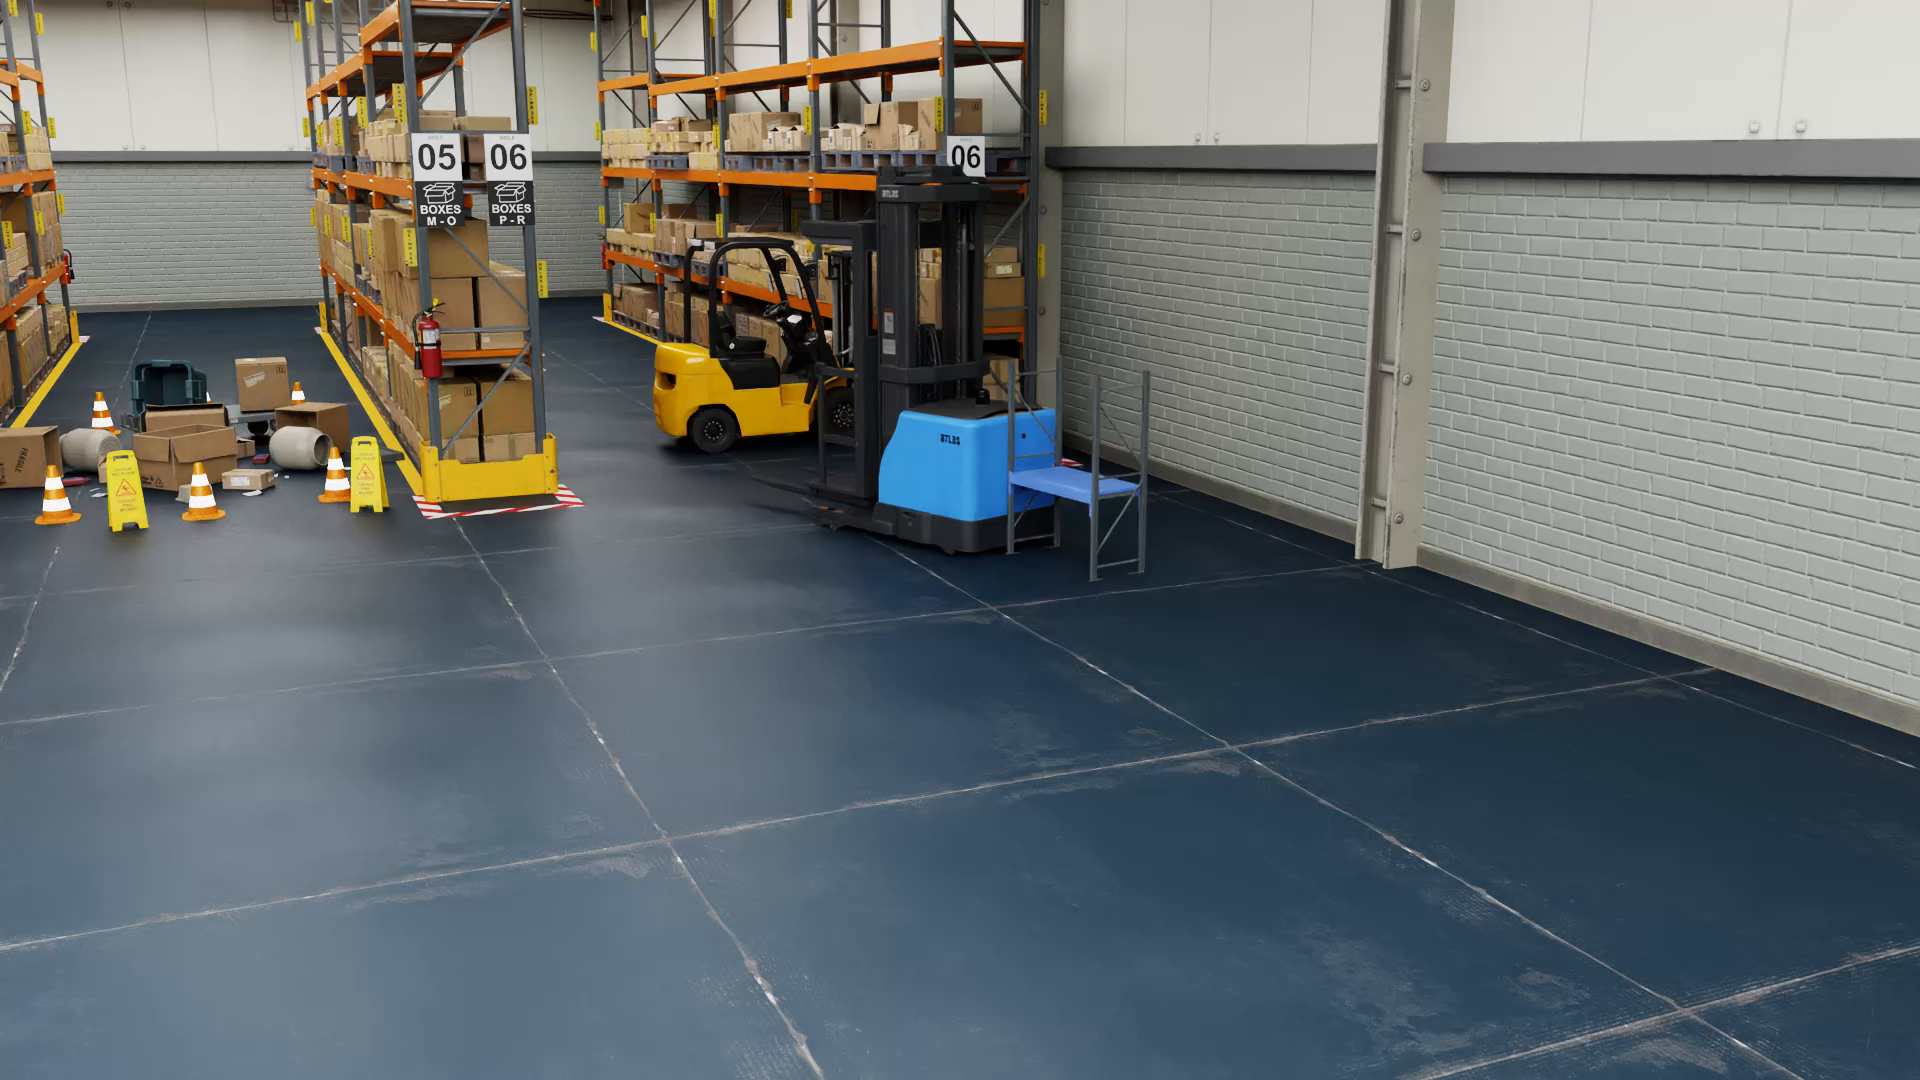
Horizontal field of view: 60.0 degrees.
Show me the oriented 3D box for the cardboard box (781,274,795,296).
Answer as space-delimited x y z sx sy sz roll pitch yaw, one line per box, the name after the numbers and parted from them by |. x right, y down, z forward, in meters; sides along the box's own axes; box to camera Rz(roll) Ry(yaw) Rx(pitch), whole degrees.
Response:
-1.950 -3.250 21.093 0.500 0.250 0.500 -6 14 -23 | cardboard box

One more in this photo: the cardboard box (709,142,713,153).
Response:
-3.434 -5.712 24.192 0.380 0.149 0.250 -5 14 -22 | cardboard box

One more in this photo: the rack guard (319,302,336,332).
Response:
-10.665 -3.957 29.357 1.175 0.500 0.348 -6 14 -23 | rack guard

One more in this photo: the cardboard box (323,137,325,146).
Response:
-9.173 -5.809 24.529 0.396 0.266 0.258 -6 14 -23 | cardboard box

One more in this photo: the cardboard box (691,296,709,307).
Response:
-4.026 -3.733 26.019 0.380 0.149 0.250 -5 14 -21 | cardboard box

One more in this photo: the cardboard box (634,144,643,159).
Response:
-5.147 -6.509 27.861 0.500 0.250 0.500 -6 14 -25 | cardboard box

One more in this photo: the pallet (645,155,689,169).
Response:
-4.309 -6.021 26.496 1.213 0.211 1.003 -6 14 -23 | pallet

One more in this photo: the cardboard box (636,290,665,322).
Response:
-5.228 -4.076 28.940 0.700 0.500 0.500 -6 14 -25 | cardboard box

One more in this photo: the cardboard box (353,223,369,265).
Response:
-7.482 -3.801 21.328 0.500 0.500 0.500 -6 14 -25 | cardboard box

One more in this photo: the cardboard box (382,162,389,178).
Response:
-5.512 -3.668 16.472 0.380 0.149 0.250 -6 14 -24 | cardboard box

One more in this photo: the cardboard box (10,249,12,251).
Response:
-12.481 -3.805 21.465 0.380 0.149 0.250 -5 14 -21 | cardboard box

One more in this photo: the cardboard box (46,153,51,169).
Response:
-14.514 -5.915 25.955 0.500 0.250 0.500 -6 14 -23 | cardboard box

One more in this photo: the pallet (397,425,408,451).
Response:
-5.547 -1.196 18.070 1.003 0.211 1.213 -6 14 -23 | pallet

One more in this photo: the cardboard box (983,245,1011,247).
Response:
0.313 -2.972 17.238 0.380 0.149 0.250 -5 14 -21 | cardboard box

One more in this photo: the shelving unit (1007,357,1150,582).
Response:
0.867 -0.553 12.435 0.538 1.500 1.048 -9 16 -34 | shelving unit

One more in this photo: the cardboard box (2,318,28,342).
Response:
-12.203 -2.670 21.203 0.500 0.250 0.500 -6 14 -24 | cardboard box

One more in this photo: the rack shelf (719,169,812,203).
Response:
-2.103 -4.663 21.810 1.077 0.370 4.000 -6 14 -23 | rack shelf

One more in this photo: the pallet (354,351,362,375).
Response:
-8.182 -2.579 24.047 1.003 0.211 1.213 -6 14 -23 | pallet

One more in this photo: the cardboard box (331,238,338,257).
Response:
-9.135 -4.397 24.940 0.500 0.250 0.500 -6 14 -25 | cardboard box

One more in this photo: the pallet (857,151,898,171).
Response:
-0.451 -4.132 18.115 1.003 0.211 1.213 -6 14 -23 | pallet

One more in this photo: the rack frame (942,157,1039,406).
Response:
0.301 -2.313 16.711 1.000 3.000 0.127 -6 14 -23 | rack frame

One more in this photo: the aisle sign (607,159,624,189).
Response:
-6.405 -6.873 30.647 0.394 0.787 0.004 -6 14 -23 | aisle sign

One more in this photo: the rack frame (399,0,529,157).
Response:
-4.246 -4.787 14.094 1.000 3.000 0.127 -6 14 -23 | rack frame

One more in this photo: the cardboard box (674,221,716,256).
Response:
-3.995 -4.656 25.682 0.700 0.500 0.500 -6 14 -23 | cardboard box

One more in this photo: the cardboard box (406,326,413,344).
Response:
-5.009 -1.947 15.687 0.380 0.149 0.250 -5 14 -22 | cardboard box

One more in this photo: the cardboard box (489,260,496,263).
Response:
-5.018 -2.602 17.079 0.500 0.500 0.500 -5 14 -21 | cardboard box

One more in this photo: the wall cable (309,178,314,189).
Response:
-12.935 -6.843 33.960 0.585 1.953 0.123 -6 14 -23 | wall cable

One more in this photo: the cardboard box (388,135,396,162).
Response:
-5.110 -3.689 15.678 0.500 0.250 0.500 -5 14 -21 | cardboard box

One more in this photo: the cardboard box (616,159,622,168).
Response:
-5.860 -6.650 29.356 0.380 0.149 0.250 -6 14 -23 | cardboard box

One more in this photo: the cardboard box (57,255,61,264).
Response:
-14.760 -4.537 26.879 0.380 0.149 0.250 -6 14 -23 | cardboard box

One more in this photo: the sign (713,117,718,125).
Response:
-3.999 -6.748 27.202 0.100 0.325 0.005 -6 14 -23 | sign

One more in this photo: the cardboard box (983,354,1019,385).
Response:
0.282 -1.781 17.364 0.500 0.250 0.500 -6 14 -24 | cardboard box

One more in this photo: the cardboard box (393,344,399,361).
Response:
-5.656 -1.953 17.221 0.380 0.149 0.250 -5 14 -21 | cardboard box

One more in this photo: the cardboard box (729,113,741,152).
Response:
-2.837 -5.557 22.703 0.500 0.500 0.500 -5 14 -22 | cardboard box

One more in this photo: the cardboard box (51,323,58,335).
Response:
-13.951 -3.204 25.291 0.380 0.149 0.250 -6 14 -23 | cardboard box

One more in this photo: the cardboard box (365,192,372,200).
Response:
-9.059 -5.335 25.891 0.380 0.149 0.250 -5 14 -22 | cardboard box

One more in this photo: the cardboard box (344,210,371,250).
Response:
-7.897 -4.136 22.147 0.500 0.500 0.500 -6 14 -24 | cardboard box

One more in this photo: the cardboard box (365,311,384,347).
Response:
-7.651 -2.836 22.753 0.875 0.875 0.875 -6 14 -23 | cardboard box

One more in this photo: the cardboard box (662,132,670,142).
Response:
-4.426 -6.272 25.910 0.380 0.149 0.250 -6 14 -24 | cardboard box

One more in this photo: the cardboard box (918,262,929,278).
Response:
-0.224 -2.774 17.043 0.380 0.149 0.250 -5 14 -22 | cardboard box

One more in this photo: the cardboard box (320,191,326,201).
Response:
-10.184 -5.599 27.030 0.380 0.149 0.250 -6 14 -24 | cardboard box

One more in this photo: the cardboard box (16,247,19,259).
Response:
-12.787 -3.822 22.197 0.380 0.149 0.250 -6 15 -26 | cardboard box

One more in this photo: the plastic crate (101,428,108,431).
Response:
-9.073 -0.963 16.986 0.450 0.188 0.662 -8 12 8 | plastic crate

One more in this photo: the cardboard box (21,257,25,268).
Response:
-13.005 -3.788 22.709 0.380 0.149 0.250 -6 14 -23 | cardboard box

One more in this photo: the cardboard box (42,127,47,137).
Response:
-14.748 -6.485 26.427 0.380 0.149 0.250 -6 14 -23 | cardboard box

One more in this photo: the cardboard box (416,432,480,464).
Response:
-4.826 -0.877 15.671 0.500 0.250 0.500 -6 14 -23 | cardboard box

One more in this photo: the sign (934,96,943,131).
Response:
-0.202 -4.121 16.083 0.100 0.325 0.005 -6 14 -23 | sign

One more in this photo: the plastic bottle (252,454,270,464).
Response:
-7.049 -0.823 16.789 0.133 0.061 0.283 -3 13 -13 | plastic bottle

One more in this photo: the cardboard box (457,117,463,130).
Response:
-4.317 -3.734 14.986 0.380 0.149 0.250 -6 14 -23 | cardboard box

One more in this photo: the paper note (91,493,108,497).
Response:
-7.797 -0.417 15.109 0.144 0.017 0.142 -1 13 -4 | paper note

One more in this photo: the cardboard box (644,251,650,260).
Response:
-5.116 -4.816 28.084 0.380 0.149 0.250 -5 14 -22 | cardboard box

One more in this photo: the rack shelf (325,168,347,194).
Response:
-8.251 -5.041 23.440 1.077 0.370 4.000 -6 14 -23 | rack shelf

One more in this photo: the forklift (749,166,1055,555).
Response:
-0.595 -1.582 13.705 1.130 2.935 3.031 -12 18 -42 | forklift

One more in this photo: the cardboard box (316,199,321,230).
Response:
-10.510 -5.474 27.931 0.500 0.500 0.500 -6 14 -24 | cardboard box
